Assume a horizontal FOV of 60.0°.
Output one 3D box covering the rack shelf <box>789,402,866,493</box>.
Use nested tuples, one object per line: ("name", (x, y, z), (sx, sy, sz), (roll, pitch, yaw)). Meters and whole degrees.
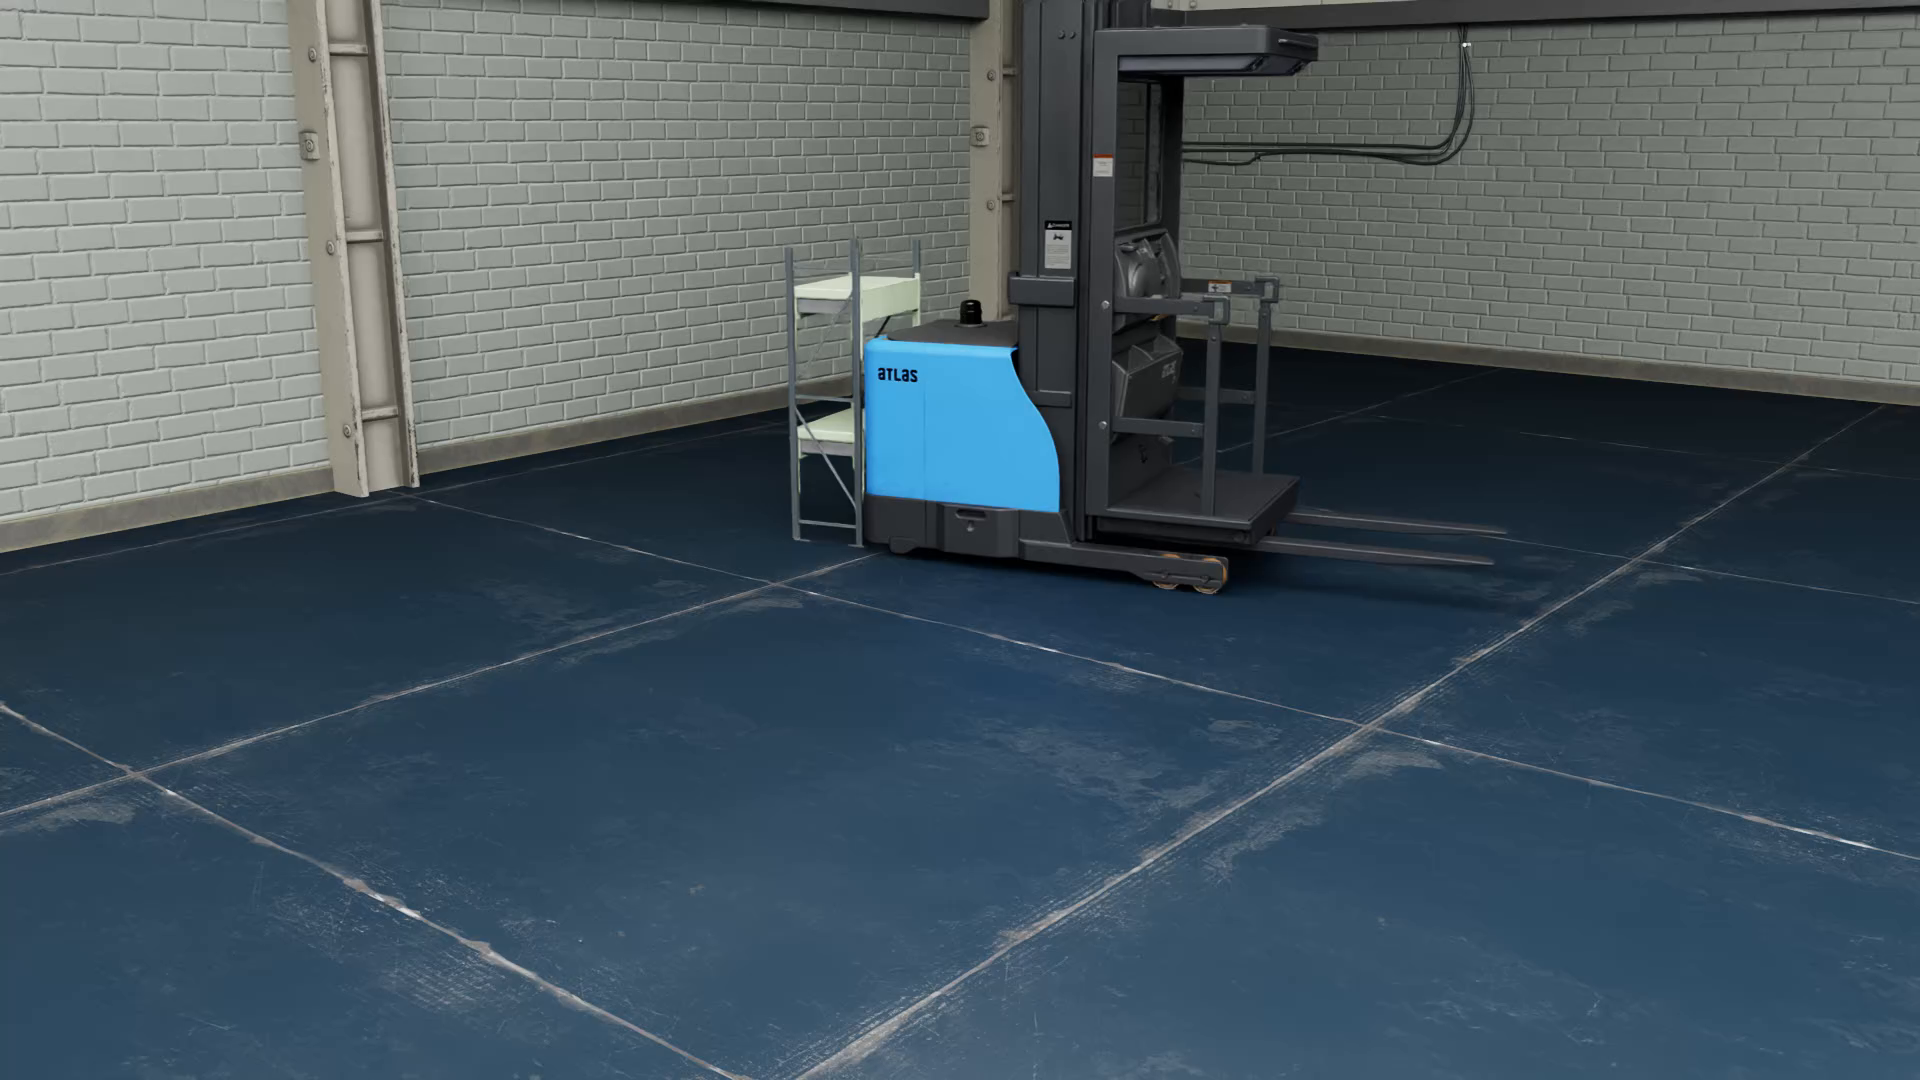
("rack shelf", (-0.539, -0.476, 8.774), (0.431, 0.370, 0.720), (6, 15, 22))

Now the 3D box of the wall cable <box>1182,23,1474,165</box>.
("wall cable", (3.202, -4.672, 15.042), (3.097, 2.526, 0.112), (11, 18, 38))

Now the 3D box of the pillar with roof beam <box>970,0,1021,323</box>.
("pillar with roof beam", (3.670, -5.151, 10.622), (9.100, 9.000, 0.400), (11, 18, 38))

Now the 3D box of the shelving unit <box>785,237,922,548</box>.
("shelving unit", (-0.539, -0.792, 8.693), (0.431, 1.500, 0.755), (6, 15, 22))

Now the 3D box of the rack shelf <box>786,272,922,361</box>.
("rack shelf", (-0.539, -1.170, 8.597), (0.431, 0.370, 0.720), (6, 15, 22))

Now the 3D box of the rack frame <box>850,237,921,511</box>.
("rack frame", (-0.400, -0.875, 9.021), (0.400, 1.500, 0.023), (6, 15, 22))

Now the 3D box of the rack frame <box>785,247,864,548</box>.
("rack frame", (-0.679, -0.708, 8.366), (0.400, 1.500, 0.023), (6, 15, 22))

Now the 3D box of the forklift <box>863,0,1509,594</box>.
("forklift", (1.082, -1.320, 7.868), (3.031, 2.935, 1.130), (6, 15, 22))

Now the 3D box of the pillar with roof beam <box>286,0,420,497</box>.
("pillar with roof beam", (-0.101, -4.002, 6.099), (9.100, 9.000, 0.400), (11, 18, 38))
